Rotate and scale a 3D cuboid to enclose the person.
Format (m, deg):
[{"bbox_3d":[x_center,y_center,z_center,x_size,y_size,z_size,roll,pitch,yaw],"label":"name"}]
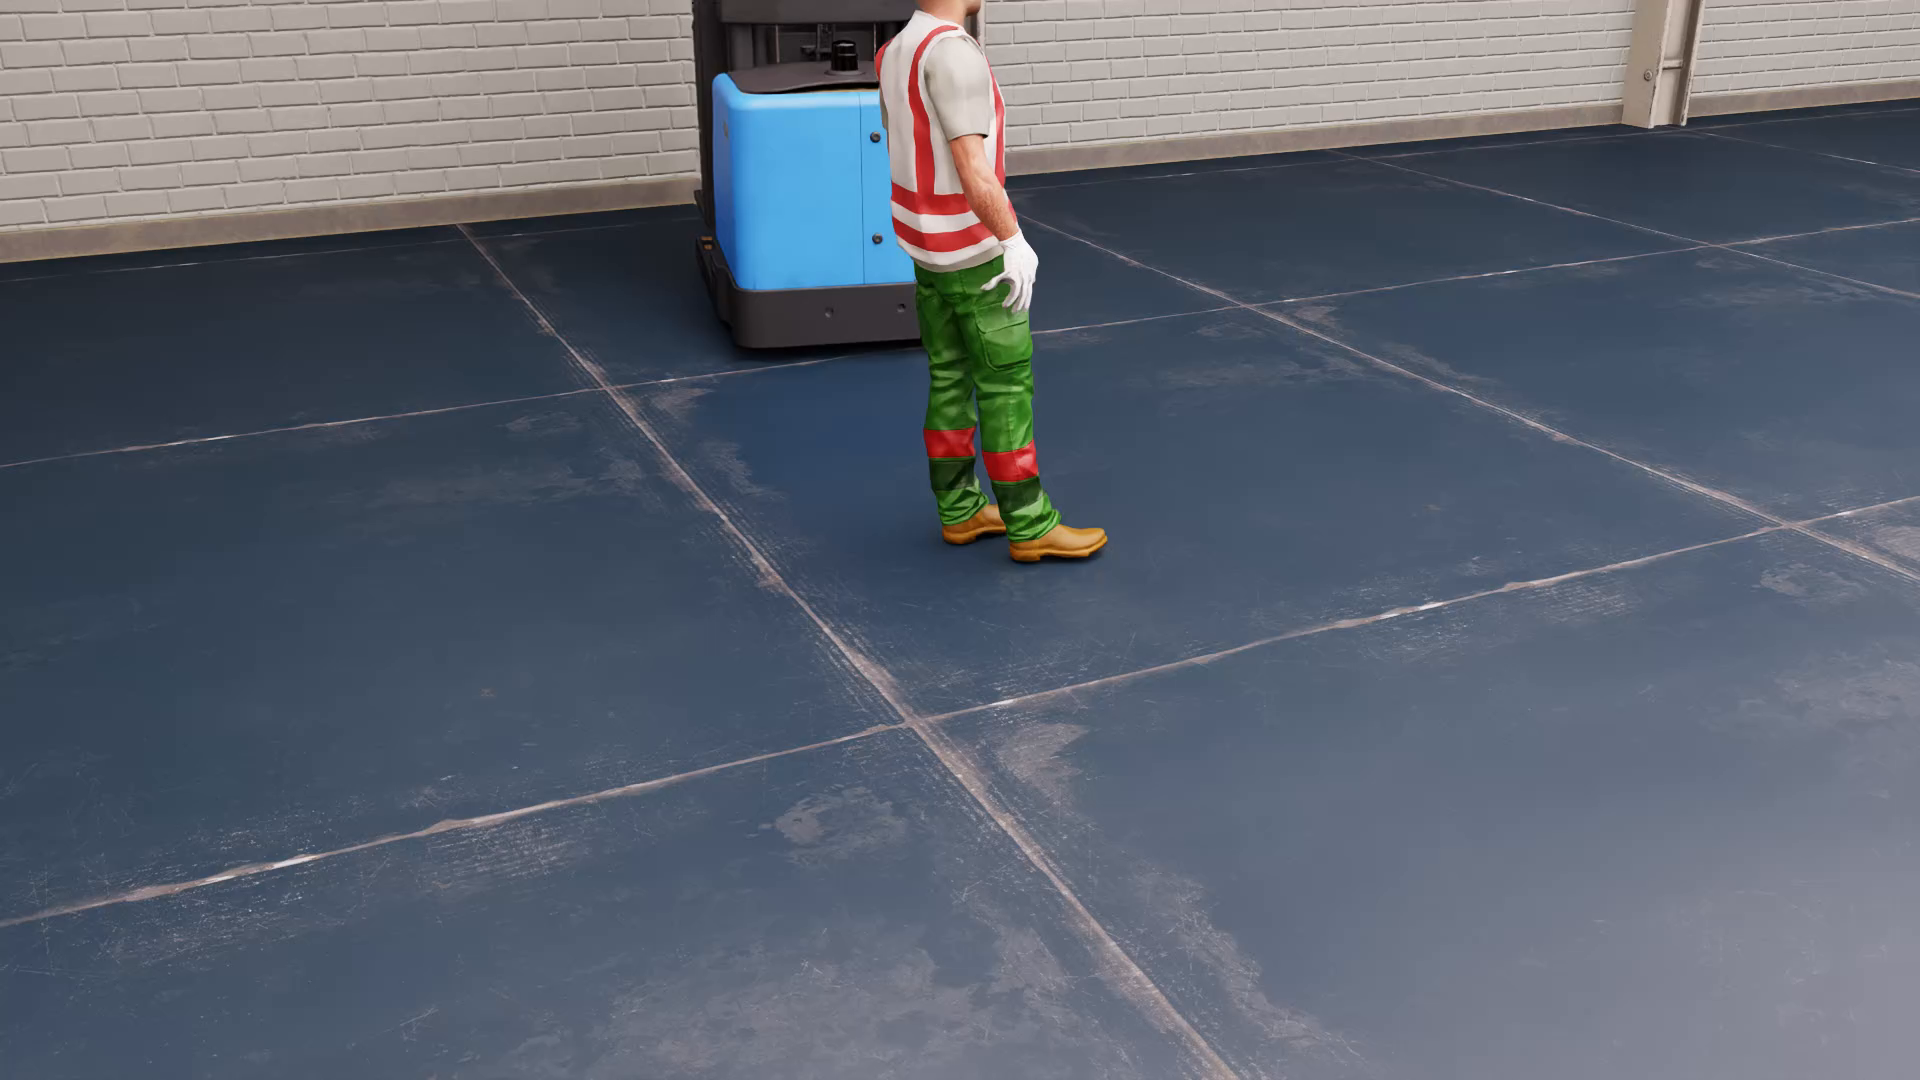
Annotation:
[{"bbox_3d":[0.078,-0.842,4.784,0.562,1.789,0.638,-10,25,-23],"label":"person"}]

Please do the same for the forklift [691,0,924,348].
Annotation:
[{"bbox_3d":[-0.722,-2.674,7.722,1.130,2.935,3.031,-5,23,-12],"label":"forklift"}]
